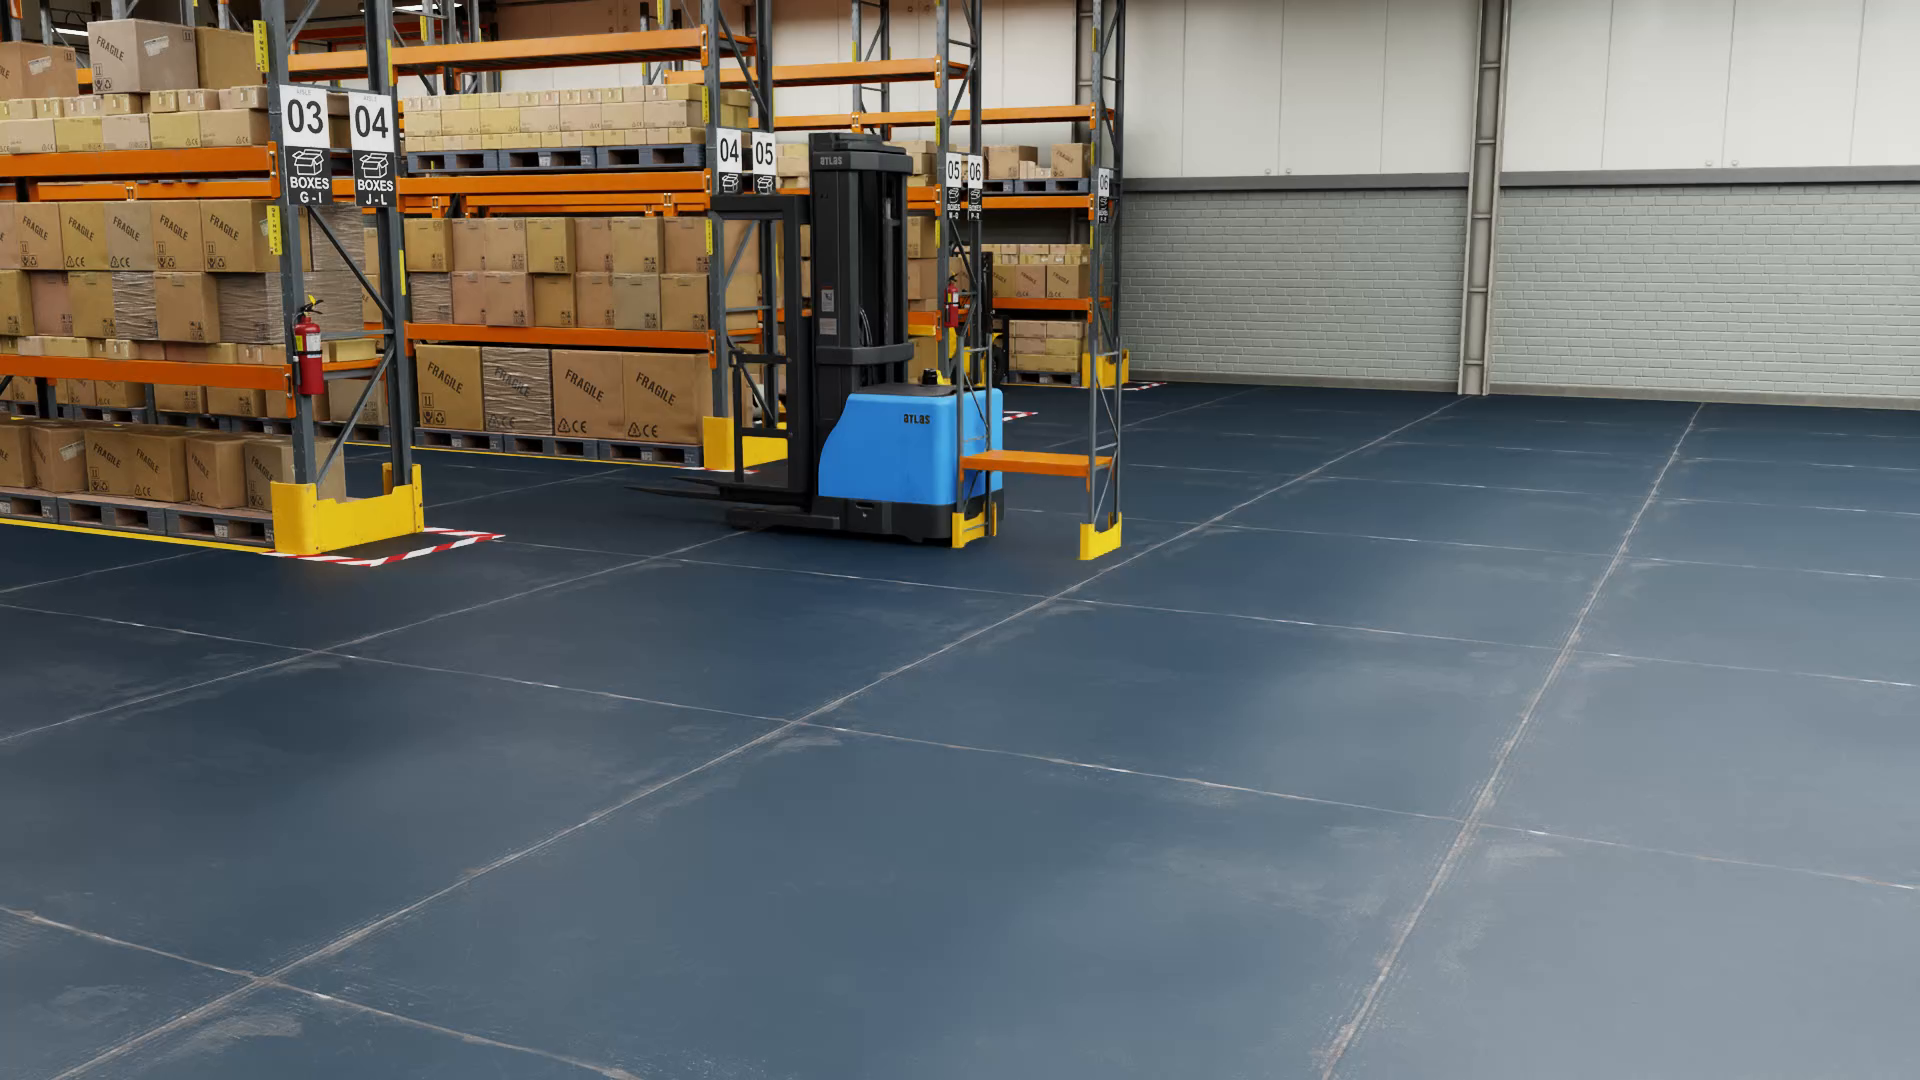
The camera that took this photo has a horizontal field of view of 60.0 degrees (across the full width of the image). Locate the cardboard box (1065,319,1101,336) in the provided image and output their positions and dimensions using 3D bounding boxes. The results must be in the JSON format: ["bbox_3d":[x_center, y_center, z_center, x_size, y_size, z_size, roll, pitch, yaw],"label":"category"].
[{"bbox_3d":[1.841,-3.254,25.521,0.500,0.250,0.500,5,11,25],"label":"cardboard box"}]

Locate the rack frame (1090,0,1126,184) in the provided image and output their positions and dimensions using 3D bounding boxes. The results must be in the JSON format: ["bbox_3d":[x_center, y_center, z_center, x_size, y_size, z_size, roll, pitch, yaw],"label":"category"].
[{"bbox_3d":[2.189,-6.792,24.492,0.127,3.000,1.000,5,11,26],"label":"rack frame"}]

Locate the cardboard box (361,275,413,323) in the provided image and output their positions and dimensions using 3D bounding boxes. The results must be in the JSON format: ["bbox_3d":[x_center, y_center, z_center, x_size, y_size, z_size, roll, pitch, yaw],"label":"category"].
[{"bbox_3d":[-6.277,-2.612,17.957,0.500,0.500,0.500,5,11,25],"label":"cardboard box"}]

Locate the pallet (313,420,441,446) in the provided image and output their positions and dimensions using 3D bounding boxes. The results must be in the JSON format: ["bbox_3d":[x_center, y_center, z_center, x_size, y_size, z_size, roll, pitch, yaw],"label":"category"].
[{"bbox_3d":[-6.417,-1.241,18.492,1.213,0.211,1.003,5,11,26],"label":"pallet"}]

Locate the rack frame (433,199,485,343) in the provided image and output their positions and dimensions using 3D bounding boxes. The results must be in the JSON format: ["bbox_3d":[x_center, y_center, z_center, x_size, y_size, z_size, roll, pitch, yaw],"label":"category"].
[{"bbox_3d":[-7.179,-3.678,24.128,0.127,3.000,1.000,5,11,26],"label":"rack frame"}]

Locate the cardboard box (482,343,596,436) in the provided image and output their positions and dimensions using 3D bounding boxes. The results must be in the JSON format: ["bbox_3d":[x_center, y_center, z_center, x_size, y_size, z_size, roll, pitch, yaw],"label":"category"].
[{"bbox_3d":[-4.348,-1.594,17.401,0.875,0.875,0.875,5,11,26],"label":"cardboard box"}]

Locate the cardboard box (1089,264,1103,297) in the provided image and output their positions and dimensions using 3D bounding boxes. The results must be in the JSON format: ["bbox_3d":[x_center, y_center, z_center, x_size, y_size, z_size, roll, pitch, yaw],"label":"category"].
[{"bbox_3d":[1.867,-3.973,25.478,0.500,0.500,0.500,5,12,28],"label":"cardboard box"}]

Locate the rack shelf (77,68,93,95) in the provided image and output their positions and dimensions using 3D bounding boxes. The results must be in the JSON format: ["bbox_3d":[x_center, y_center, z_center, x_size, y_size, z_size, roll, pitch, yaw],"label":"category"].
[{"bbox_3d":[-11.072,-5.438,20.152,4.000,0.370,1.077,5,11,26],"label":"rack shelf"}]

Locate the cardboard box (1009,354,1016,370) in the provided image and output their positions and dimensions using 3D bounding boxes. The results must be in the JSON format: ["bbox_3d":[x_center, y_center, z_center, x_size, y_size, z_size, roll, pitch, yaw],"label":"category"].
[{"bbox_3d":[0.741,-2.762,25.610,0.500,0.250,0.500,5,11,26],"label":"cardboard box"}]

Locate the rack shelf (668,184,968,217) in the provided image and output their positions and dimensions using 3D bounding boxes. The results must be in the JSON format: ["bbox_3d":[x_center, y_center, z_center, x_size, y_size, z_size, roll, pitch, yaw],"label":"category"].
[{"bbox_3d":[-1.798,-4.327,21.312,4.000,0.370,1.077,5,11,26],"label":"rack shelf"}]

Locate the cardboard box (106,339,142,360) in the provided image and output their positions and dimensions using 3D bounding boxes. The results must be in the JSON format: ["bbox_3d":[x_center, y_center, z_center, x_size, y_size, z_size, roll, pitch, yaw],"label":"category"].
[{"bbox_3d":[-6.128,-1.432,12.424,0.250,0.149,0.380,5,11,26],"label":"cardboard box"}]

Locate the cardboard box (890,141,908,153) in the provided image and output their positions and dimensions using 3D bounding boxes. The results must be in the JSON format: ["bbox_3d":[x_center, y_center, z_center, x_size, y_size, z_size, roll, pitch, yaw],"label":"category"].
[{"bbox_3d":[-0.653,-4.798,20.362,0.250,0.149,0.380,5,12,27],"label":"cardboard box"}]

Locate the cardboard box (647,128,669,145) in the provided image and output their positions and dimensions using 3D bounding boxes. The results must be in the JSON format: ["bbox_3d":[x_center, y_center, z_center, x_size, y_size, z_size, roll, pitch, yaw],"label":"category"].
[{"bbox_3d":[-2.778,-3.849,15.898,0.250,0.149,0.380,5,11,26],"label":"cardboard box"}]

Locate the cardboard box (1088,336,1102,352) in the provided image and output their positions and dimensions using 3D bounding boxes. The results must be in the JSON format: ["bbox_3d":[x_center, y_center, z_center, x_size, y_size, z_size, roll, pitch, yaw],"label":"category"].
[{"bbox_3d":[1.859,-3.010,25.577,0.500,0.250,0.500,5,12,27],"label":"cardboard box"}]

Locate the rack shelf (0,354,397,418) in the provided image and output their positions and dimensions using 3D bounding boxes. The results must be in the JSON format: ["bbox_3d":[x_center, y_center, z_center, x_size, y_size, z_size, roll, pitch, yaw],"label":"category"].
[{"bbox_3d":[-6.183,-1.268,12.834,4.000,0.370,1.077,5,11,26],"label":"rack shelf"}]

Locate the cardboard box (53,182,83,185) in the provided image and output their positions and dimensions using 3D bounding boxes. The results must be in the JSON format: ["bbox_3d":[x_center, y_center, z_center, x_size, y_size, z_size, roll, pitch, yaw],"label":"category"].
[{"bbox_3d":[-10.357,-4.446,19.670,0.500,0.500,0.500,5,11,26],"label":"cardboard box"}]

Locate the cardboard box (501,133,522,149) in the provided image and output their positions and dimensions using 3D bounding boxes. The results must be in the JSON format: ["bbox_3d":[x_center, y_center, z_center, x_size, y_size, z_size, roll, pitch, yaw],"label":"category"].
[{"bbox_3d":[-4.372,-3.989,16.672,0.250,0.149,0.380,5,11,26],"label":"cardboard box"}]

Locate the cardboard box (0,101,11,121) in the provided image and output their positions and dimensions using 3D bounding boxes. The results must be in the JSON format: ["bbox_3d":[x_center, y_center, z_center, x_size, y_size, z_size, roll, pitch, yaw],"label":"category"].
[{"bbox_3d":[-7.079,-3.256,12.677,0.250,0.149,0.380,5,12,28],"label":"cardboard box"}]

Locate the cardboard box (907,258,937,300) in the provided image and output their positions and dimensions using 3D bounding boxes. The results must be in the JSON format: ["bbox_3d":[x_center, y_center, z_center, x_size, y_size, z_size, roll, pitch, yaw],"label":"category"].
[{"bbox_3d":[-0.613,-3.242,20.602,0.500,0.500,0.500,5,11,25],"label":"cardboard box"}]

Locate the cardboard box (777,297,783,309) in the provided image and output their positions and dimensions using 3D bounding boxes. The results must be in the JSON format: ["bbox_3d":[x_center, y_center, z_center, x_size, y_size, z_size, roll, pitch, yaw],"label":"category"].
[{"bbox_3d":[-2.308,-3.060,21.423,0.250,0.149,0.380,5,11,26],"label":"cardboard box"}]

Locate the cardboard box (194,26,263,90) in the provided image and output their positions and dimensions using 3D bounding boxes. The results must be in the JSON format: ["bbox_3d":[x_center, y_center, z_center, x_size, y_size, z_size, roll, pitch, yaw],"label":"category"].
[{"bbox_3d":[-5.601,-3.542,12.437,0.500,0.500,0.500,5,11,26],"label":"cardboard box"}]

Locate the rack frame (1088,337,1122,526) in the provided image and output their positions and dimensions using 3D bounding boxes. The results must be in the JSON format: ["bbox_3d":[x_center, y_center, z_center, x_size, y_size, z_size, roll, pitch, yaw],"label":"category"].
[{"bbox_3d":[1.009,-0.644,11.577,0.032,1.500,0.500,5,12,27],"label":"rack frame"}]

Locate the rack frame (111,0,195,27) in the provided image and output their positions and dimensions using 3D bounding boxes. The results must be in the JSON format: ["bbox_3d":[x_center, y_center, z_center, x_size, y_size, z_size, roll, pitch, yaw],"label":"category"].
[{"bbox_3d":[-9.278,-5.831,19.181,0.127,3.000,1.000,5,11,26],"label":"rack frame"}]

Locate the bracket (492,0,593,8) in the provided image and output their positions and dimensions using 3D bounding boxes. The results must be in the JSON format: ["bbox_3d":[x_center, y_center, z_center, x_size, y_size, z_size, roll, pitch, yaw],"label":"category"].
[{"bbox_3d":[-6.258,-9.414,28.872,4.783,0.066,0.076,5,11,26],"label":"bracket"}]

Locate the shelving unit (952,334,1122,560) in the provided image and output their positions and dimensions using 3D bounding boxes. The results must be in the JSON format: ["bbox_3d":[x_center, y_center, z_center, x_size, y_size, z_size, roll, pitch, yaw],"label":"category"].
[{"bbox_3d":[0.549,-0.686,11.810,1.083,1.500,0.587,5,12,27],"label":"shelving unit"}]

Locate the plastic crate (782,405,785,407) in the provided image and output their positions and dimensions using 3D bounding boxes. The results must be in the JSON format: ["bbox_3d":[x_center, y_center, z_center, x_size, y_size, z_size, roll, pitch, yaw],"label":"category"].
[{"bbox_3d":[-2.546,-1.671,21.239,0.583,0.080,0.402,1,10,6],"label":"plastic crate"}]

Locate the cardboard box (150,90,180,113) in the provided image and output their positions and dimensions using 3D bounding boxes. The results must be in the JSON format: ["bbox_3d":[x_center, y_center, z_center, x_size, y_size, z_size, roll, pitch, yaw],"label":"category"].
[{"bbox_3d":[-5.487,-3.094,11.783,0.250,0.149,0.380,5,11,26],"label":"cardboard box"}]

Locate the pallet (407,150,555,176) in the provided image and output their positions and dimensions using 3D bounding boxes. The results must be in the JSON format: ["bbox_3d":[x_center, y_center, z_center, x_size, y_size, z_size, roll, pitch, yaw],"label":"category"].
[{"bbox_3d":[-4.962,-3.930,17.349,1.213,0.211,1.003,5,11,26],"label":"pallet"}]

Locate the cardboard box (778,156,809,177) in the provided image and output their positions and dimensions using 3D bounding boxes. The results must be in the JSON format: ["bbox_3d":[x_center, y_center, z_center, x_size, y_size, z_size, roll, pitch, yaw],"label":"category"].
[{"bbox_3d":[-1.954,-4.713,21.009,0.500,0.250,0.500,5,11,26],"label":"cardboard box"}]

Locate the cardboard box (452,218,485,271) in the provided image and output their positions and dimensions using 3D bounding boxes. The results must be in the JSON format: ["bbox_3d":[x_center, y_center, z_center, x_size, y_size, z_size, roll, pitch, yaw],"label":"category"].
[{"bbox_3d":[-4.831,-3.110,17.537,0.550,0.550,0.875,5,11,26],"label":"cardboard box"}]

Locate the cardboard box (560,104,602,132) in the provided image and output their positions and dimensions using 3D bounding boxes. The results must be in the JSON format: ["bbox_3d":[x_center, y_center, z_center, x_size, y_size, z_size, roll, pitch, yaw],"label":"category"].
[{"bbox_3d":[-3.565,-4.126,16.310,0.500,0.250,0.500,5,11,25],"label":"cardboard box"}]

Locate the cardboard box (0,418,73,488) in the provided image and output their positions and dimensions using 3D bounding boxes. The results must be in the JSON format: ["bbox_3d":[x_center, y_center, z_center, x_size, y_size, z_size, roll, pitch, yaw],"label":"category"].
[{"bbox_3d":[-7.635,-0.718,13.617,0.500,0.500,0.500,5,11,24],"label":"cardboard box"}]

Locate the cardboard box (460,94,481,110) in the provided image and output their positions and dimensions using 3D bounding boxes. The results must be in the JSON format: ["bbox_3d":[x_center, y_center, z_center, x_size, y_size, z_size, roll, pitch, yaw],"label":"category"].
[{"bbox_3d":[-4.831,-4.422,16.823,0.250,0.149,0.380,5,11,25],"label":"cardboard box"}]

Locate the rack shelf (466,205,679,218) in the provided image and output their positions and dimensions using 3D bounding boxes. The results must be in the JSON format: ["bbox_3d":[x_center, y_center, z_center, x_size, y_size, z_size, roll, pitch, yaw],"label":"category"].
[{"bbox_3d":[-6.779,-5.750,29.177,4.000,0.370,1.077,5,11,26],"label":"rack shelf"}]

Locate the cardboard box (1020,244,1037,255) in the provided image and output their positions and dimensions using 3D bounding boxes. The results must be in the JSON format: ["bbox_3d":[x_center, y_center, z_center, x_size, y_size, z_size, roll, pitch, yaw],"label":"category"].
[{"bbox_3d":[1.102,-4.412,25.247,0.250,0.149,0.380,5,11,26],"label":"cardboard box"}]

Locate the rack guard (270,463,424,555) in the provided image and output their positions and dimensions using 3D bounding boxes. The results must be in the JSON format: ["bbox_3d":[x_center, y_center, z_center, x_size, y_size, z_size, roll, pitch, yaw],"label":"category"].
[{"bbox_3d":[-4.457,-0.241,12.155,0.348,0.500,1.175,5,11,26],"label":"rack guard"}]

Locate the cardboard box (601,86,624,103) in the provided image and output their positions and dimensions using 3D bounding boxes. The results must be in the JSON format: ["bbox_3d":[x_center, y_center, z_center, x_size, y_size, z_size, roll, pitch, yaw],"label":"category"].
[{"bbox_3d":[-3.242,-4.282,16.051,0.250,0.149,0.380,5,12,27],"label":"cardboard box"}]

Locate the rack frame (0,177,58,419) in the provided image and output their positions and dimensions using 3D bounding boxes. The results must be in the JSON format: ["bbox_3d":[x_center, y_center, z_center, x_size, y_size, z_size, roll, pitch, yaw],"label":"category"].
[{"bbox_3d":[-7.976,-1.780,13.641,0.127,3.000,1.000,5,11,26],"label":"rack frame"}]

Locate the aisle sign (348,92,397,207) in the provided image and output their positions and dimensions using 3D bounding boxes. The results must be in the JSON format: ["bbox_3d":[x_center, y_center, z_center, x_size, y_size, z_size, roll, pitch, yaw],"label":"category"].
[{"bbox_3d":[-4.201,-2.787,11.906,0.004,0.787,0.394,5,11,26],"label":"aisle sign"}]

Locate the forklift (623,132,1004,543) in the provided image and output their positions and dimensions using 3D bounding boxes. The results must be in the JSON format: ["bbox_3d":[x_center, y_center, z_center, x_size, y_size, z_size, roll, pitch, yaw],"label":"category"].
[{"bbox_3d":[-1.213,-1.581,12.737,3.031,2.935,1.130,5,12,27],"label":"forklift"}]

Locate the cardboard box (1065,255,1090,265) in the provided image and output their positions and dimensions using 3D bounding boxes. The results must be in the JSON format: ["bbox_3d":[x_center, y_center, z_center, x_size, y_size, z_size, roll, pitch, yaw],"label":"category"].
[{"bbox_3d":[1.754,-4.191,24.864,0.250,0.149,0.380,5,11,27],"label":"cardboard box"}]

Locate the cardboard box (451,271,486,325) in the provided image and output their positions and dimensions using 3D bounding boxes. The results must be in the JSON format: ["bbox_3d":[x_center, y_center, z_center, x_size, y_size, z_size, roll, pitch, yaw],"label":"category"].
[{"bbox_3d":[-4.852,-2.571,17.591,0.550,0.550,0.875,5,11,26],"label":"cardboard box"}]

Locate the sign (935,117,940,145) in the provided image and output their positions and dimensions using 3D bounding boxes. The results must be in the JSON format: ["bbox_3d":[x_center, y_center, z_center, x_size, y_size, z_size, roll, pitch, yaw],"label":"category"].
[{"bbox_3d":[-0.268,-4.872,19.818,0.005,0.325,0.100,5,11,26],"label":"sign"}]

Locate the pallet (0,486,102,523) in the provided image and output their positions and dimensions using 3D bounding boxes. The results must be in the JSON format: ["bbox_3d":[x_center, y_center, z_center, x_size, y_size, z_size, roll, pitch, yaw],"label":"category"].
[{"bbox_3d":[-7.359,-0.360,13.628,1.213,0.211,1.003,5,11,26],"label":"pallet"}]

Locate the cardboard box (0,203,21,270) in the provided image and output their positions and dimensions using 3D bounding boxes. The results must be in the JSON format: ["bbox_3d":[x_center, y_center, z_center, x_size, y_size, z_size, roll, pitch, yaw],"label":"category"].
[{"bbox_3d":[-7.236,-2.352,12.880,0.500,0.500,0.500,5,11,26],"label":"cardboard box"}]

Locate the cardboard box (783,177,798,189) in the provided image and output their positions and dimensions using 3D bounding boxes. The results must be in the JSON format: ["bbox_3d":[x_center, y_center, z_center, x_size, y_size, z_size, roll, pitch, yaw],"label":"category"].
[{"bbox_3d":[-2.036,-4.529,21.116,0.250,0.149,0.380,5,11,26],"label":"cardboard box"}]

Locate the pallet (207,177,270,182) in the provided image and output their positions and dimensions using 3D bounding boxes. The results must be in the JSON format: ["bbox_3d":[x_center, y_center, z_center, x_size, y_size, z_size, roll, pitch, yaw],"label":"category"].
[{"bbox_3d":[-7.673,-4.132,18.748,1.213,0.211,1.003,6,12,28],"label":"pallet"}]

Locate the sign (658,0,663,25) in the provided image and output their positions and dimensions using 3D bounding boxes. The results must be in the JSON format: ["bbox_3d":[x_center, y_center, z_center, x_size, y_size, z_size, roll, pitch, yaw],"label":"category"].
[{"bbox_3d":[-3.832,-6.763,21.262,0.005,0.325,0.100,5,11,26],"label":"sign"}]

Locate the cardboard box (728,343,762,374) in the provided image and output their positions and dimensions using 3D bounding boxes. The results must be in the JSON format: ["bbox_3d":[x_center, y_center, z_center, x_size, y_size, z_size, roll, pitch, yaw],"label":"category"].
[{"bbox_3d":[-2.697,-2.455,21.809,0.500,0.500,0.500,6,12,28],"label":"cardboard box"}]

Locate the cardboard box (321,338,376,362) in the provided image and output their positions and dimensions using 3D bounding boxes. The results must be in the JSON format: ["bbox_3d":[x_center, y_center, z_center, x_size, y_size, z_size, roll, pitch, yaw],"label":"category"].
[{"bbox_3d":[-4.539,-1.401,12.256,0.250,0.149,0.380,5,11,26],"label":"cardboard box"}]

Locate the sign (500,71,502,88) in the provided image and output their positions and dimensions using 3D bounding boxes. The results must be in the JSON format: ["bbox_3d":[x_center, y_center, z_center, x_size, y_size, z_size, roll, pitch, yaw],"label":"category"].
[{"bbox_3d":[-8.333,-8.365,30.112,0.005,0.325,0.100,5,11,26],"label":"sign"}]

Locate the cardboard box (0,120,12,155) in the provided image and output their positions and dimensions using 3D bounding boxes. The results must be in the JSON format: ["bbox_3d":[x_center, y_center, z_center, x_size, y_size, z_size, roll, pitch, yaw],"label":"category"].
[{"bbox_3d":[-7.210,-3.065,12.740,0.500,0.250,0.500,5,11,25],"label":"cardboard box"}]

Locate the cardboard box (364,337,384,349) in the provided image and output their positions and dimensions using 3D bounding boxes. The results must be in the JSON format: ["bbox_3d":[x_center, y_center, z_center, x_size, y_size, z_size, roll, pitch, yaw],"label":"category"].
[{"bbox_3d":[-8.559,-2.977,25.046,0.875,0.875,0.875,5,11,27],"label":"cardboard box"}]
